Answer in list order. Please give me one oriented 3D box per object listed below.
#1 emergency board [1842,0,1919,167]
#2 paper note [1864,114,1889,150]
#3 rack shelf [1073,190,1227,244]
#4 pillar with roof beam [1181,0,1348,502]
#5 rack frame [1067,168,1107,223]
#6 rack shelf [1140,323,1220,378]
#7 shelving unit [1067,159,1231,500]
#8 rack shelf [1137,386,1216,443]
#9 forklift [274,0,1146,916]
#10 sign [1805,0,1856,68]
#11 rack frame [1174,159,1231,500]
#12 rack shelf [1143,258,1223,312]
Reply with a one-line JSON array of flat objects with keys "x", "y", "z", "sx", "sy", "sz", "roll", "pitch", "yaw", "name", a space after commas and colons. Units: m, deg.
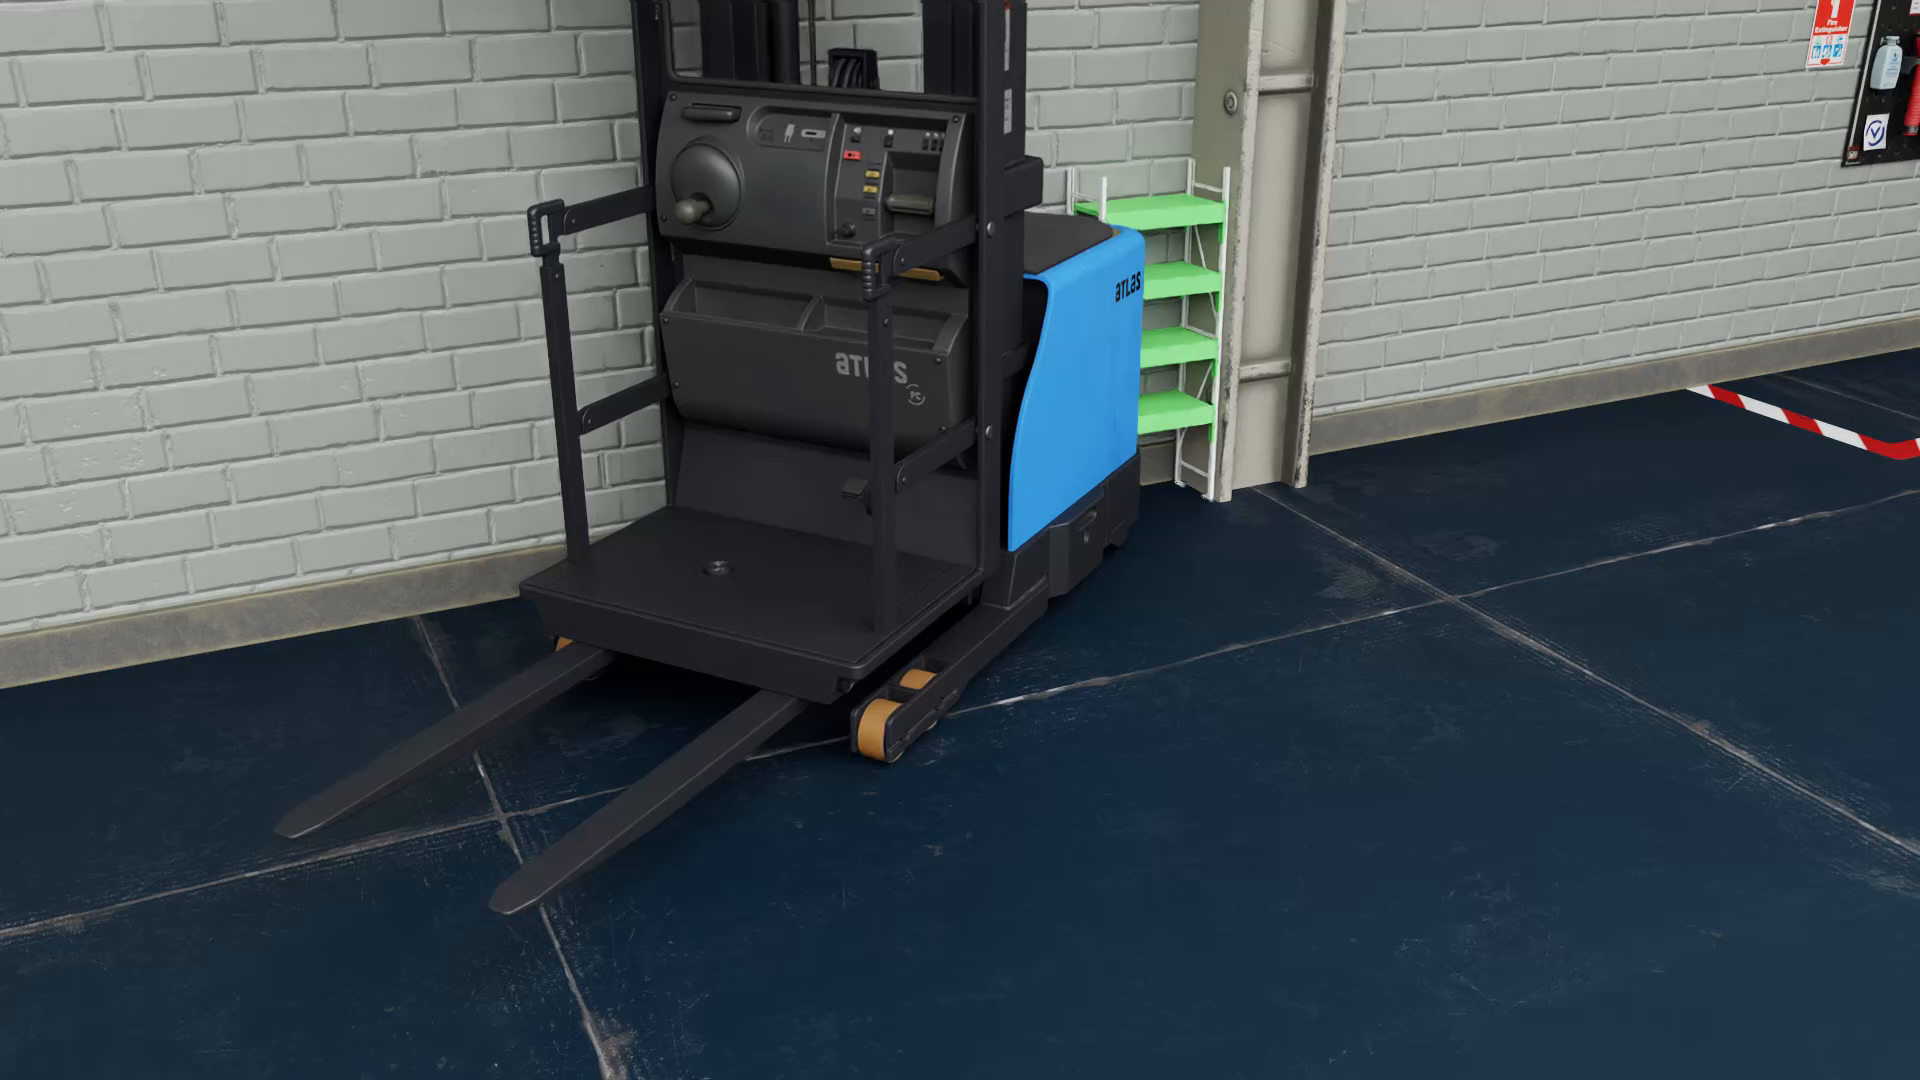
[{"x": 4.222, "y": -2.207, "z": 7.161, "sx": 0.643, "sy": 1.169, "sz": 0.194, "roll": -10, "pitch": 25, "yaw": -24, "name": "emergency board"}, {"x": 4.033, "y": -1.795, "z": 7.316, "sx": 0.142, "sy": 0.148, "sz": 0.016, "roll": -10, "pitch": 25, "yaw": -24, "name": "paper note"}, {"x": 0.644, "y": -1.095, "z": 5.727, "sx": 0.480, "sy": 0.148, "sz": 0.258, "roll": -10, "pitch": 23, "yaw": -24, "name": "rack shelf"}, {"x": 2.926, "y": -2.897, "z": 0.984, "sx": 0.400, "sy": 9.000, "sz": 9.100, "roll": -10, "pitch": 25, "yaw": -24, "name": "pillar with roof beam"}, {"x": 0.427, "y": -0.667, "z": 5.777, "sx": 0.015, "sy": 1.200, "sz": 0.240, "roll": -10, "pitch": 23, "yaw": -24, "name": "rack frame"}, {"x": 0.647, "y": -0.647, "z": 5.899, "sx": 0.480, "sy": 0.148, "sz": 0.258, "roll": -10, "pitch": 23, "yaw": -24, "name": "rack shelf"}, {"x": 0.646, "y": -0.706, "z": 5.876, "sx": 0.503, "sy": 1.200, "sz": 0.258, "roll": -10, "pitch": 23, "yaw": -24, "name": "shelving unit"}, {"x": 0.648, "y": -0.422, "z": 5.984, "sx": 0.480, "sy": 0.148, "sz": 0.258, "roll": -10, "pitch": 23, "yaw": -24, "name": "rack shelf"}, {"x": -0.508, "y": -0.967, "z": 4.254, "sx": 1.130, "sy": 2.935, "sz": 3.031, "roll": 11, "pitch": 25, "yaw": 25, "name": "forklift"}, {"x": 3.680, "y": -2.168, "z": 7.018, "sx": 0.234, "sy": 0.329, "sz": 0.001, "roll": -10, "pitch": 25, "yaw": -24, "name": "sign"}, {"x": 0.866, "y": -0.745, "z": 5.974, "sx": 0.015, "sy": 1.200, "sz": 0.240, "roll": -10, "pitch": 23, "yaw": -24, "name": "rack frame"}, {"x": 0.646, "y": -0.871, "z": 5.813, "sx": 0.480, "sy": 0.148, "sz": 0.258, "roll": -10, "pitch": 23, "yaw": -24, "name": "rack shelf"}]
